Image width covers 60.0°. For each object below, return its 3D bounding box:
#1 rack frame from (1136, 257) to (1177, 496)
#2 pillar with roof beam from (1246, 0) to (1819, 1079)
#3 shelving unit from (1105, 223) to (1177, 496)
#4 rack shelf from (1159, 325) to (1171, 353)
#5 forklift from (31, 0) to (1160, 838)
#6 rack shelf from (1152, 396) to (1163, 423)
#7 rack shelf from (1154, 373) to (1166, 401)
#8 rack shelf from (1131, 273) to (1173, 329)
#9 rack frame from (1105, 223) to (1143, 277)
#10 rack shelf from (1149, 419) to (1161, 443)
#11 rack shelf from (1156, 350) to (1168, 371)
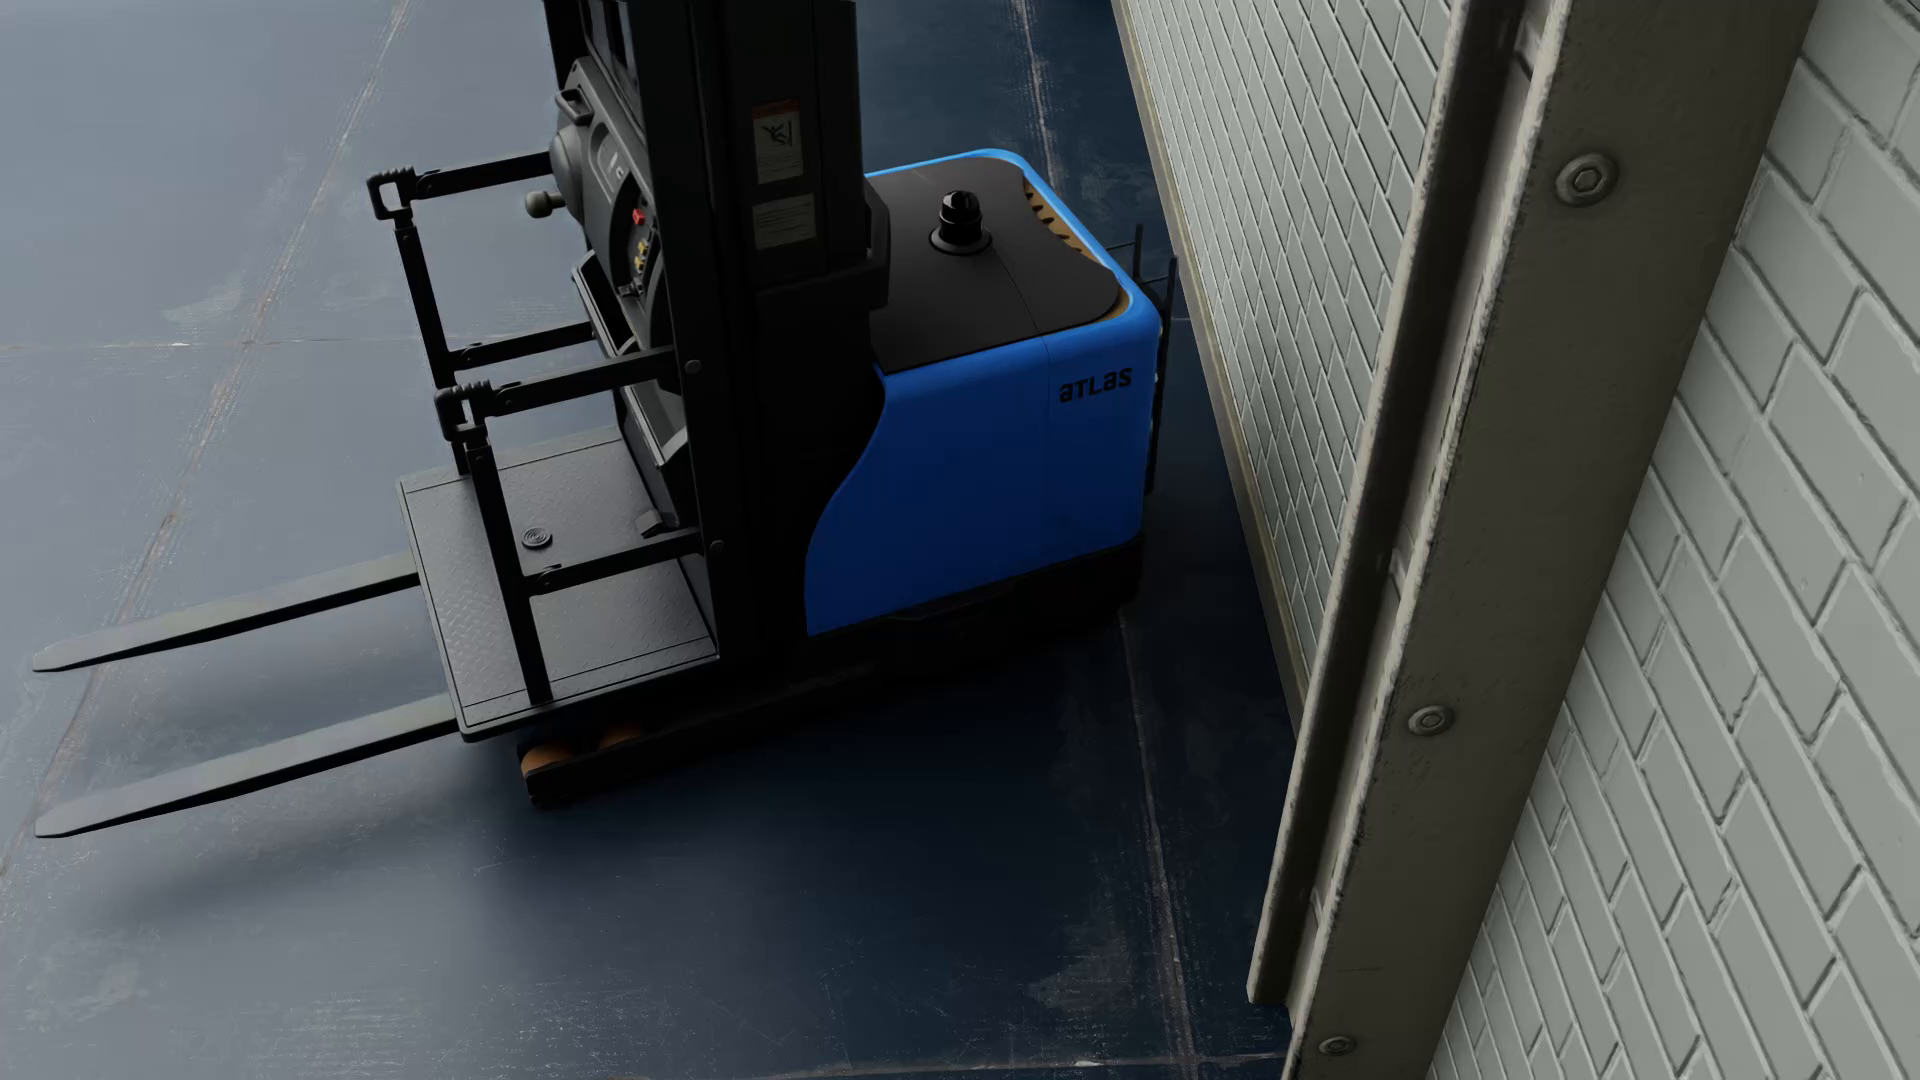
[{"bbox_3d":[0.517,-0.453,5.078,0.240,0.900,0.006,-17,45,-18],"label":"rack frame"},{"bbox_3d":[-3.439,-1.980,0.750,9.100,9.000,0.400,-2,43,-2],"label":"pillar with roof beam"},{"bbox_3d":[0.476,-0.515,5.146,0.258,0.900,0.210,-17,45,-18],"label":"shelving unit"},{"bbox_3d":[0.476,-0.624,5.047,0.258,0.077,0.200,-17,45,-18],"label":"rack shelf"},{"bbox_3d":[-1.027,-0.787,3.939,3.031,2.935,1.130,-16,45,-17],"label":"forklift"},{"bbox_3d":[0.476,-0.425,5.230,0.258,0.077,0.200,-17,45,-18],"label":"rack shelf"},{"bbox_3d":[0.476,-0.491,5.169,0.258,0.077,0.200,-17,45,-18],"label":"rack shelf"},{"bbox_3d":[0.476,-0.690,4.986,0.258,0.077,0.200,-17,45,-18],"label":"rack shelf"},{"bbox_3d":[0.434,-0.578,5.215,0.240,0.900,0.006,-17,45,-18],"label":"rack frame"},{"bbox_3d":[0.476,-0.358,5.290,0.258,0.077,0.200,-17,45,-18],"label":"rack shelf"},{"bbox_3d":[0.476,-0.557,5.108,0.258,0.077,0.200,-17,45,-18],"label":"rack shelf"}]
